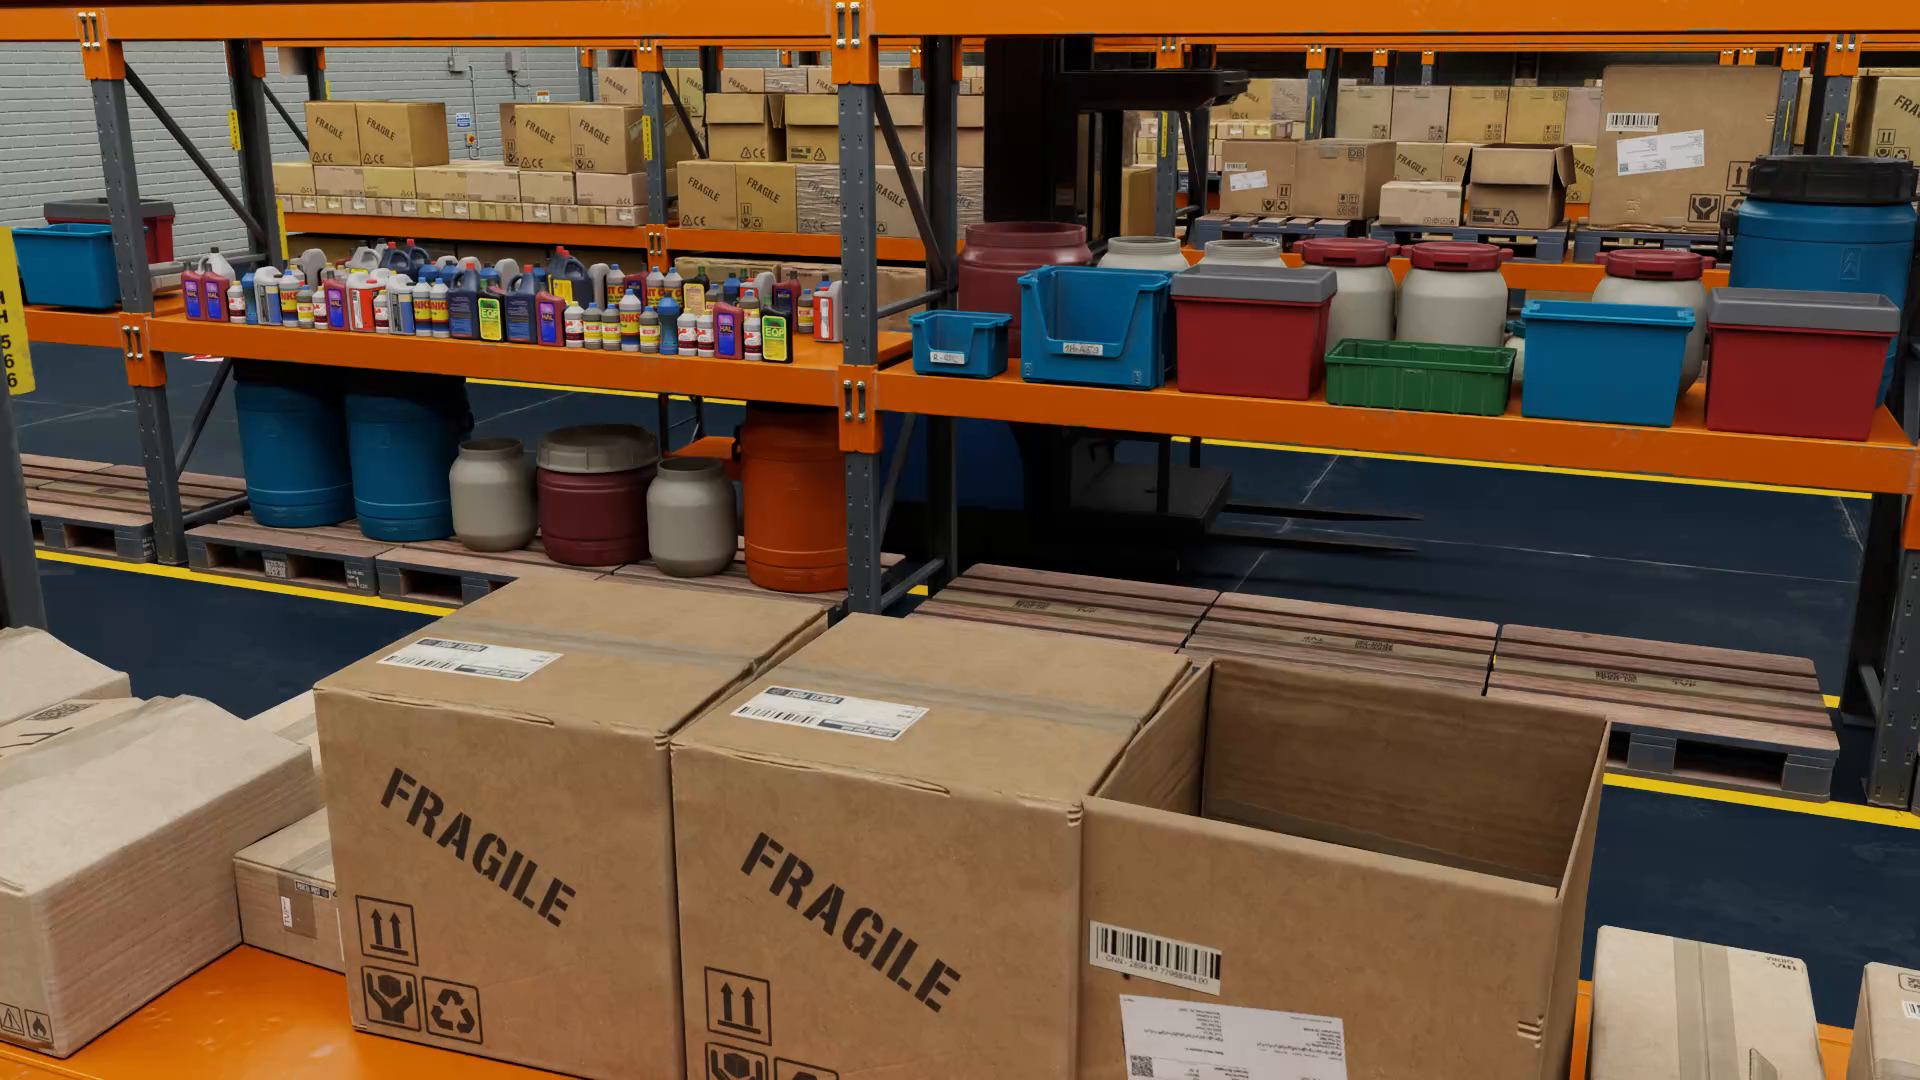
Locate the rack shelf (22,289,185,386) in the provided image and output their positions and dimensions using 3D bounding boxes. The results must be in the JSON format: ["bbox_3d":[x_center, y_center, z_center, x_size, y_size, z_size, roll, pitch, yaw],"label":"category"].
[{"bbox_3d":[-5.833,-1.295,9.546,4.000,0.370,1.077,6,17,21],"label":"rack shelf"}]

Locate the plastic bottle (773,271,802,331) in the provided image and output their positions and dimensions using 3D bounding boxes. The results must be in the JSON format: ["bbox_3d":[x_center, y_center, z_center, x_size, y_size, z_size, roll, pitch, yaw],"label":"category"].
[{"bbox_3d":[-0.824,-1.145,7.945,0.133,0.283,0.061,6,17,21],"label":"plastic bottle"}]

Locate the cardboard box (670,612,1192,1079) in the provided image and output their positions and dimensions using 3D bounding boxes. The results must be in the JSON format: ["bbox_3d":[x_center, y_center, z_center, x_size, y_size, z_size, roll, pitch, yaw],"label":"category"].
[{"bbox_3d":[-0.016,0.430,2.131,0.500,0.500,0.500,6,17,21],"label":"cardboard box"}]

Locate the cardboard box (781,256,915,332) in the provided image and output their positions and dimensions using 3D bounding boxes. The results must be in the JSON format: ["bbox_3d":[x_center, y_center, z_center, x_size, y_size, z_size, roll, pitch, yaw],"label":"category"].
[{"bbox_3d":[-0.721,-1.751,12.881,0.875,0.875,1.225,6,17,19],"label":"cardboard box"}]

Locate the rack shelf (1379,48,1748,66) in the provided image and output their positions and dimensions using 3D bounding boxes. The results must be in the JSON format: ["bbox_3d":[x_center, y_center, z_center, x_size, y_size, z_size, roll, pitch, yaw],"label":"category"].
[{"bbox_3d":[7.063,-5.772,19.587,4.000,0.370,1.077,6,17,21],"label":"rack shelf"}]

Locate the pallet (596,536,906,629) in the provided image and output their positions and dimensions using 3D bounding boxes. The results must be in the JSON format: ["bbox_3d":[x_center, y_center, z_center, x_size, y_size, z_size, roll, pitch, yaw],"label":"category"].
[{"bbox_3d":[-1.000,0.242,7.961,1.213,0.211,1.003,6,17,21],"label":"pallet"}]

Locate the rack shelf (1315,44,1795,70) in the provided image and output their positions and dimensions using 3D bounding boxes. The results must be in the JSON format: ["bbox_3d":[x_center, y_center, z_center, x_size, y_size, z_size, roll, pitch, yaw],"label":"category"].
[{"bbox_3d":[5.341,-4.478,15.129,4.000,0.370,1.077,6,17,21],"label":"rack shelf"}]

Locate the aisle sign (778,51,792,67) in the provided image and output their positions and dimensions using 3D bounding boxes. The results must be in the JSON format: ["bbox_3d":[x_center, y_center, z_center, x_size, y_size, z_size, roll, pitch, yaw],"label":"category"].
[{"bbox_3d":[-2.413,-6.881,22.832,0.004,0.787,0.394,6,17,21],"label":"aisle sign"}]

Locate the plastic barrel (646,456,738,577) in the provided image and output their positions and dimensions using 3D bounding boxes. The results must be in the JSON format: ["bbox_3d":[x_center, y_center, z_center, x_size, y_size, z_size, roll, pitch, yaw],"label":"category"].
[{"bbox_3d":[-1.271,-0.114,7.896,0.421,0.512,0.421,0,16,0],"label":"plastic barrel"}]

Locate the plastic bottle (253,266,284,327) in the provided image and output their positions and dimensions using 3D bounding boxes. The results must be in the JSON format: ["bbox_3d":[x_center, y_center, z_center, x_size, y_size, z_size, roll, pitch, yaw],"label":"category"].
[{"bbox_3d":[-3.341,-1.193,8.126,0.135,0.276,0.152,6,17,21],"label":"plastic bottle"}]

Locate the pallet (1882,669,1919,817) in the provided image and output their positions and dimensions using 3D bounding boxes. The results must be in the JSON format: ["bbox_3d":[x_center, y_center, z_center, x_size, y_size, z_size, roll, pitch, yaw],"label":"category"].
[{"bbox_3d":[4.079,0.801,6.037,1.213,0.211,1.003,6,17,21],"label":"pallet"}]

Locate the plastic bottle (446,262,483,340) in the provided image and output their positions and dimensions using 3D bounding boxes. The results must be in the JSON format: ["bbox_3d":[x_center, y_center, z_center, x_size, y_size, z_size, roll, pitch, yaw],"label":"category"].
[{"bbox_3d":[-2.276,-1.111,7.708,0.185,0.351,0.144,6,17,21],"label":"plastic bottle"}]

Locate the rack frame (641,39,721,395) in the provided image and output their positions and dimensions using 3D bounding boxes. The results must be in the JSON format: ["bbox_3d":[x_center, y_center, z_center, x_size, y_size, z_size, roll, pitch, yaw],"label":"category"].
[{"bbox_3d":[-2.155,-2.721,13.166,0.127,3.000,1.000,6,17,21],"label":"rack frame"}]

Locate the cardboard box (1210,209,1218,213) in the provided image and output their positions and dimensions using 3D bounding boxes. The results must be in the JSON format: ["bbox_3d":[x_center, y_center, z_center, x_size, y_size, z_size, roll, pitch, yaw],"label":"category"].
[{"bbox_3d":[3.762,-4.248,21.483,0.875,0.875,0.875,7,17,21],"label":"cardboard box"}]

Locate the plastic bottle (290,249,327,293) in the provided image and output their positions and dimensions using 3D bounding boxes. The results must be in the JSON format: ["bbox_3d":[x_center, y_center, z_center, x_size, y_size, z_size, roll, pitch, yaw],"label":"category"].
[{"bbox_3d":[-3.487,-1.420,8.908,0.135,0.276,0.152,6,17,21],"label":"plastic bottle"}]

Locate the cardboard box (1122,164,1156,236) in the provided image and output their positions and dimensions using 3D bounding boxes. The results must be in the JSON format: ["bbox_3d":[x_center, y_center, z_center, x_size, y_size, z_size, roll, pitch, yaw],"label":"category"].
[{"bbox_3d":[1.214,-2.480,12.156,0.500,0.500,0.500,7,18,22],"label":"cardboard box"}]

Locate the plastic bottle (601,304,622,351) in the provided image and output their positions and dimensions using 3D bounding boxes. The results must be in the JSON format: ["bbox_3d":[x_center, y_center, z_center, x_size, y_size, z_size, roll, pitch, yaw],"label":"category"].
[{"bbox_3d":[-1.552,-0.952,7.430,0.097,0.201,0.097,0,16,0],"label":"plastic bottle"}]

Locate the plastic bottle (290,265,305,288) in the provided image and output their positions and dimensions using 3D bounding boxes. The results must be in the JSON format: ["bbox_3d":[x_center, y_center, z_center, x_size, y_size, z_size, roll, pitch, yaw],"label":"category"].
[{"bbox_3d":[-3.515,-1.350,8.800,0.097,0.201,0.097,0,16,0],"label":"plastic bottle"}]

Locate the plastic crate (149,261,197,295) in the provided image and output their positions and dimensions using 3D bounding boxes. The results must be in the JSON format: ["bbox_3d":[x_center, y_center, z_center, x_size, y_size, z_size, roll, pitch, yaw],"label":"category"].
[{"bbox_3d":[-4.353,-1.423,9.061,0.243,0.136,0.396,6,17,21],"label":"plastic crate"}]

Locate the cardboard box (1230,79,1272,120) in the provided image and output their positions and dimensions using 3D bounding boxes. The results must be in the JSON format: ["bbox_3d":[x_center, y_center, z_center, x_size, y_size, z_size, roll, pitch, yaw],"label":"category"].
[{"bbox_3d":[3.685,-5.498,20.759,0.500,0.500,0.500,6,17,21],"label":"cardboard box"}]

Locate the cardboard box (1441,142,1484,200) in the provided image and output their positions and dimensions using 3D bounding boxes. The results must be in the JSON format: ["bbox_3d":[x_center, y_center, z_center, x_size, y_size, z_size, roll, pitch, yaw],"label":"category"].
[{"bbox_3d":[4.742,-3.417,15.383,0.500,0.500,0.500,6,17,21],"label":"cardboard box"}]

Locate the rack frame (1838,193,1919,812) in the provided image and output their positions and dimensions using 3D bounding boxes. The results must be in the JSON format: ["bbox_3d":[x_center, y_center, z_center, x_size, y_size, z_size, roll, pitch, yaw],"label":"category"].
[{"bbox_3d":[3.470,-0.618,5.922,0.127,3.000,1.000,6,17,21],"label":"rack frame"}]

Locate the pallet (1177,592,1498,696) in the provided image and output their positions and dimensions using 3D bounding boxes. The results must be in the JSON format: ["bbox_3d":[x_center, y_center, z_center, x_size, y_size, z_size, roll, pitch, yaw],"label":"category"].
[{"bbox_3d":[1.586,0.527,6.981,1.213,0.211,1.003,6,17,21],"label":"pallet"}]

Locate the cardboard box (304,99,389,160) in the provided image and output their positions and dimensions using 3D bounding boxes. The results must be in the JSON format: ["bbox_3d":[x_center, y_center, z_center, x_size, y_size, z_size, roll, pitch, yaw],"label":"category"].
[{"bbox_3d":[-5.326,-3.579,14.513,0.500,0.500,0.500,7,17,21],"label":"cardboard box"}]

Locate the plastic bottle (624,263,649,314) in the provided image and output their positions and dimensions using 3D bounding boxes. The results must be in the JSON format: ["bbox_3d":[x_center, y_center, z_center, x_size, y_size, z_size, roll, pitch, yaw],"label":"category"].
[{"bbox_3d":[-1.593,-1.229,8.237,0.133,0.283,0.061,6,17,21],"label":"plastic bottle"}]

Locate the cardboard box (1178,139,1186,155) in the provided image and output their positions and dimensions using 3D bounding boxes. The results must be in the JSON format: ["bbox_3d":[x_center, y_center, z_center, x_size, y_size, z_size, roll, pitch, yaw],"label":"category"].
[{"bbox_3d":[2.126,-3.823,16.125,0.250,0.149,0.380,6,17,21],"label":"cardboard box"}]

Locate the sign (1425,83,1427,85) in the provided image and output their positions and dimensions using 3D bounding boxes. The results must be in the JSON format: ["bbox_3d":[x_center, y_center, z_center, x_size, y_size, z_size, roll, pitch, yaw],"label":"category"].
[{"bbox_3d":[6.830,-6.546,24.407,0.005,0.325,0.100,6,17,21],"label":"sign"}]

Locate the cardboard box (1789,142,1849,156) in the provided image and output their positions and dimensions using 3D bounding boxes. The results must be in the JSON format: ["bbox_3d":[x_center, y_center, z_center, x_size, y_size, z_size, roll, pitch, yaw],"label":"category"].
[{"bbox_3d":[7.549,-3.216,14.602,0.550,0.550,0.875,6,17,21],"label":"cardboard box"}]

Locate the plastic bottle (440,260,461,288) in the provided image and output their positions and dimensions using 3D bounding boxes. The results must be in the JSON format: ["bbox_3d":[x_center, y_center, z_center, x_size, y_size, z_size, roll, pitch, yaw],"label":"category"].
[{"bbox_3d":[-2.581,-1.281,8.437,0.097,0.271,0.097,0,16,0],"label":"plastic bottle"}]

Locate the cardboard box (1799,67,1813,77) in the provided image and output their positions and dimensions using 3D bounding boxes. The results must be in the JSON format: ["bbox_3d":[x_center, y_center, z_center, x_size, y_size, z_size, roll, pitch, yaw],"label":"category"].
[{"bbox_3d":[9.253,-5.042,18.656,0.500,0.500,0.700,6,17,20],"label":"cardboard box"}]

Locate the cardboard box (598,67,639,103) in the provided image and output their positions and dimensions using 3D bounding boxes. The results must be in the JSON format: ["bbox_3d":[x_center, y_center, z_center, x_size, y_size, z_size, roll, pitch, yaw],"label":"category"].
[{"bbox_3d":[-3.642,-4.962,18.380,0.500,0.500,0.500,6,17,20],"label":"cardboard box"}]

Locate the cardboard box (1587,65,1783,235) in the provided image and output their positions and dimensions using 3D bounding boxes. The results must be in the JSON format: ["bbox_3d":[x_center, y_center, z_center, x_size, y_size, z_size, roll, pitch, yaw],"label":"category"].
[{"bbox_3d":[4.599,-2.510,10.609,1.000,1.000,1.000,6,17,21],"label":"cardboard box"}]

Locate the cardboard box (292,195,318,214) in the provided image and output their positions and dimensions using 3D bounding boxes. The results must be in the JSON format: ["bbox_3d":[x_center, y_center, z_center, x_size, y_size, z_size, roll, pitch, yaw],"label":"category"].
[{"bbox_3d":[-5.428,-2.862,14.101,0.250,0.149,0.380,6,17,20],"label":"cardboard box"}]

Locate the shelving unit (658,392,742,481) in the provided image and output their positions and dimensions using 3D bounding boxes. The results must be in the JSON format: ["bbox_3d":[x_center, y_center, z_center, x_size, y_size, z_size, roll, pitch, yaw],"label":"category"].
[{"bbox_3d":[-1.090,-0.622,9.300,1.048,1.125,0.538,5,17,16],"label":"shelving unit"}]

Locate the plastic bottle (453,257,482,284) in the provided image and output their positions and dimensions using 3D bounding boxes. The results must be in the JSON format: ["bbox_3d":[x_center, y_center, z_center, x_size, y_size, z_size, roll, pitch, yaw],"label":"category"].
[{"bbox_3d":[-2.553,-1.317,8.554,0.135,0.276,0.152,6,17,21],"label":"plastic bottle"}]

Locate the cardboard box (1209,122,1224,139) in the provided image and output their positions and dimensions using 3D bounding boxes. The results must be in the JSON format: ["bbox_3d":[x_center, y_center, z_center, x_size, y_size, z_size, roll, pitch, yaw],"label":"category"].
[{"bbox_3d":[2.379,-3.939,15.991,0.250,0.149,0.380,7,18,22],"label":"cardboard box"}]

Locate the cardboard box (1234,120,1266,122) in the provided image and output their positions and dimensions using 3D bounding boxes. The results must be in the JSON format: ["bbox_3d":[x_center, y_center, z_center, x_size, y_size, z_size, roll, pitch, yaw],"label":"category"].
[{"bbox_3d":[2.870,-4.079,16.473,0.250,0.149,0.380,6,17,19],"label":"cardboard box"}]

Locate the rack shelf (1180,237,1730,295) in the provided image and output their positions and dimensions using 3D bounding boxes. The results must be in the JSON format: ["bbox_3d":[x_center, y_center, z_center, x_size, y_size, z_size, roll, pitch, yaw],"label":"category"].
[{"bbox_3d":[3.427,-1.762,11.152,4.000,0.370,1.077,6,17,21],"label":"rack shelf"}]

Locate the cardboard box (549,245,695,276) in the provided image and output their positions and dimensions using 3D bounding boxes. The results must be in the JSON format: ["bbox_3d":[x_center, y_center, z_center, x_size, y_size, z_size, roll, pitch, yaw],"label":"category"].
[{"bbox_3d":[-2.739,-1.990,13.707,0.875,0.875,0.875,6,17,21],"label":"cardboard box"}]

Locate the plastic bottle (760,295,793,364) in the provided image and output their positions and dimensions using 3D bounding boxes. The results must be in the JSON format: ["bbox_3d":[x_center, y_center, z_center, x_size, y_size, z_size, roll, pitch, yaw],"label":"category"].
[{"bbox_3d":[-0.784,-0.902,7.109,0.133,0.283,0.061,6,17,21],"label":"plastic bottle"}]

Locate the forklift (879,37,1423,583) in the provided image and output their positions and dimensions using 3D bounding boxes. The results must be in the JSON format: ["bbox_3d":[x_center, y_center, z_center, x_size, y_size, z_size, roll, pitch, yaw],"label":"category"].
[{"bbox_3d":[0.911,-1.357,8.590,3.031,2.935,1.130,5,17,16],"label":"forklift"}]

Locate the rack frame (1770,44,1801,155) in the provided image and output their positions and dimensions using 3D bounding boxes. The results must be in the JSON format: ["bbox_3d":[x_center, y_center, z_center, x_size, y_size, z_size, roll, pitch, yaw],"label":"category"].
[{"bbox_3d":[7.201,-3.178,14.742,0.127,3.000,1.000,6,17,21],"label":"rack frame"}]

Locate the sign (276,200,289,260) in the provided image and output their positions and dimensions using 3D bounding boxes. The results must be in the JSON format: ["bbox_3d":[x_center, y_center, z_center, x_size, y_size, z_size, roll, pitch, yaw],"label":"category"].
[{"bbox_3d":[-3.769,-1.712,9.193,0.005,0.325,0.100,6,17,21],"label":"sign"}]

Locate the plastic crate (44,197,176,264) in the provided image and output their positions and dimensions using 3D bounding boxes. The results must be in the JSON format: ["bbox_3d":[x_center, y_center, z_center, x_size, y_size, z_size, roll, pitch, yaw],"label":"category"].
[{"bbox_3d":[-4.711,-1.652,9.262,0.583,0.464,0.402,6,17,21],"label":"plastic crate"}]

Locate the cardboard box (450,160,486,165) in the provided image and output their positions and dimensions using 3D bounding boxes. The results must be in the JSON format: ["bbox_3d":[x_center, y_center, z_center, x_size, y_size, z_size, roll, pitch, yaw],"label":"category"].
[{"bbox_3d":[-4.382,-3.116,14.262,0.500,0.250,0.500,6,17,19],"label":"cardboard box"}]

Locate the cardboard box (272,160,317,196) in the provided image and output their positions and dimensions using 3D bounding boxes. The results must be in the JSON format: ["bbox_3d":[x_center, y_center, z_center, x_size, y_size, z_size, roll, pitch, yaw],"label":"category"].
[{"bbox_3d":[-5.528,-3.082,14.144,0.500,0.250,0.500,6,17,19],"label":"cardboard box"}]

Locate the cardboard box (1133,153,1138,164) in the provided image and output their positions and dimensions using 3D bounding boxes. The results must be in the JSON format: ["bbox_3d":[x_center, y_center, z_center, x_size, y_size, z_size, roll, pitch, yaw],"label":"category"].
[{"bbox_3d":[1.661,-3.733,16.348,0.250,0.149,0.380,7,18,22],"label":"cardboard box"}]

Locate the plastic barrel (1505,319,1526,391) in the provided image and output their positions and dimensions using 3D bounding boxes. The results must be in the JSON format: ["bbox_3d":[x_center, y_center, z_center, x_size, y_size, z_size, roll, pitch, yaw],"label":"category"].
[{"bbox_3d":[2.295,-0.727,6.544,0.301,0.262,0.301,0,16,0],"label":"plastic barrel"}]

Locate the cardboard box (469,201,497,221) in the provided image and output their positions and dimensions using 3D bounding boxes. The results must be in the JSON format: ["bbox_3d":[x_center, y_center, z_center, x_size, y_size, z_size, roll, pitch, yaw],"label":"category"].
[{"bbox_3d":[-3.754,-2.678,13.468,0.250,0.149,0.380,6,17,20],"label":"cardboard box"}]

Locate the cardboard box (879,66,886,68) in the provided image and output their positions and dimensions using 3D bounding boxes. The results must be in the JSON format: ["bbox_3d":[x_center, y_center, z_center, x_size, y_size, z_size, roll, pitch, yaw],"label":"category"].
[{"bbox_3d":[-1.026,-6.332,22.467,0.250,0.149,0.380,6,17,21],"label":"cardboard box"}]
